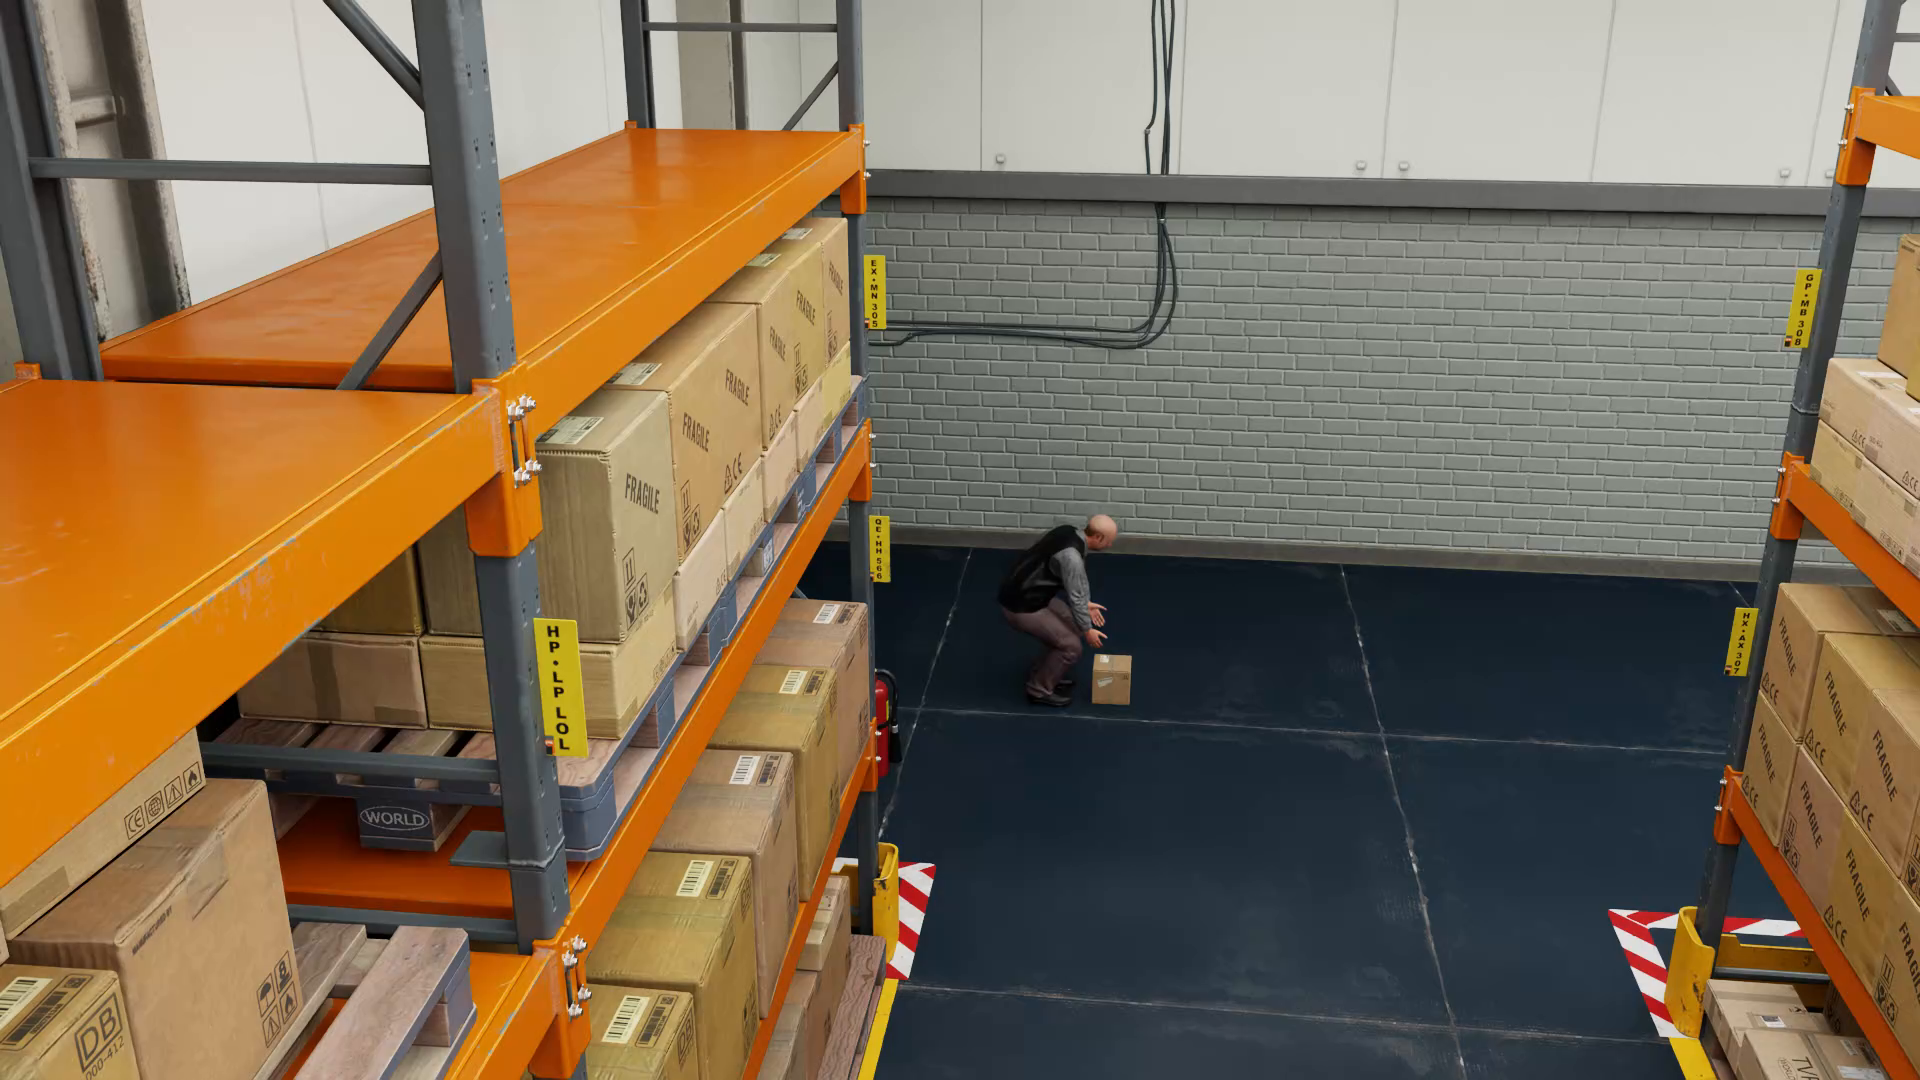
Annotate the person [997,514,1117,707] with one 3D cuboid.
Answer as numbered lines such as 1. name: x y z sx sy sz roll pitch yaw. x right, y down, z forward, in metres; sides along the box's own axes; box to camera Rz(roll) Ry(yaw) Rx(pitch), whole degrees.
1. person: 0.638 0.430 11.040 0.771 1.285 0.587 2 21 6
